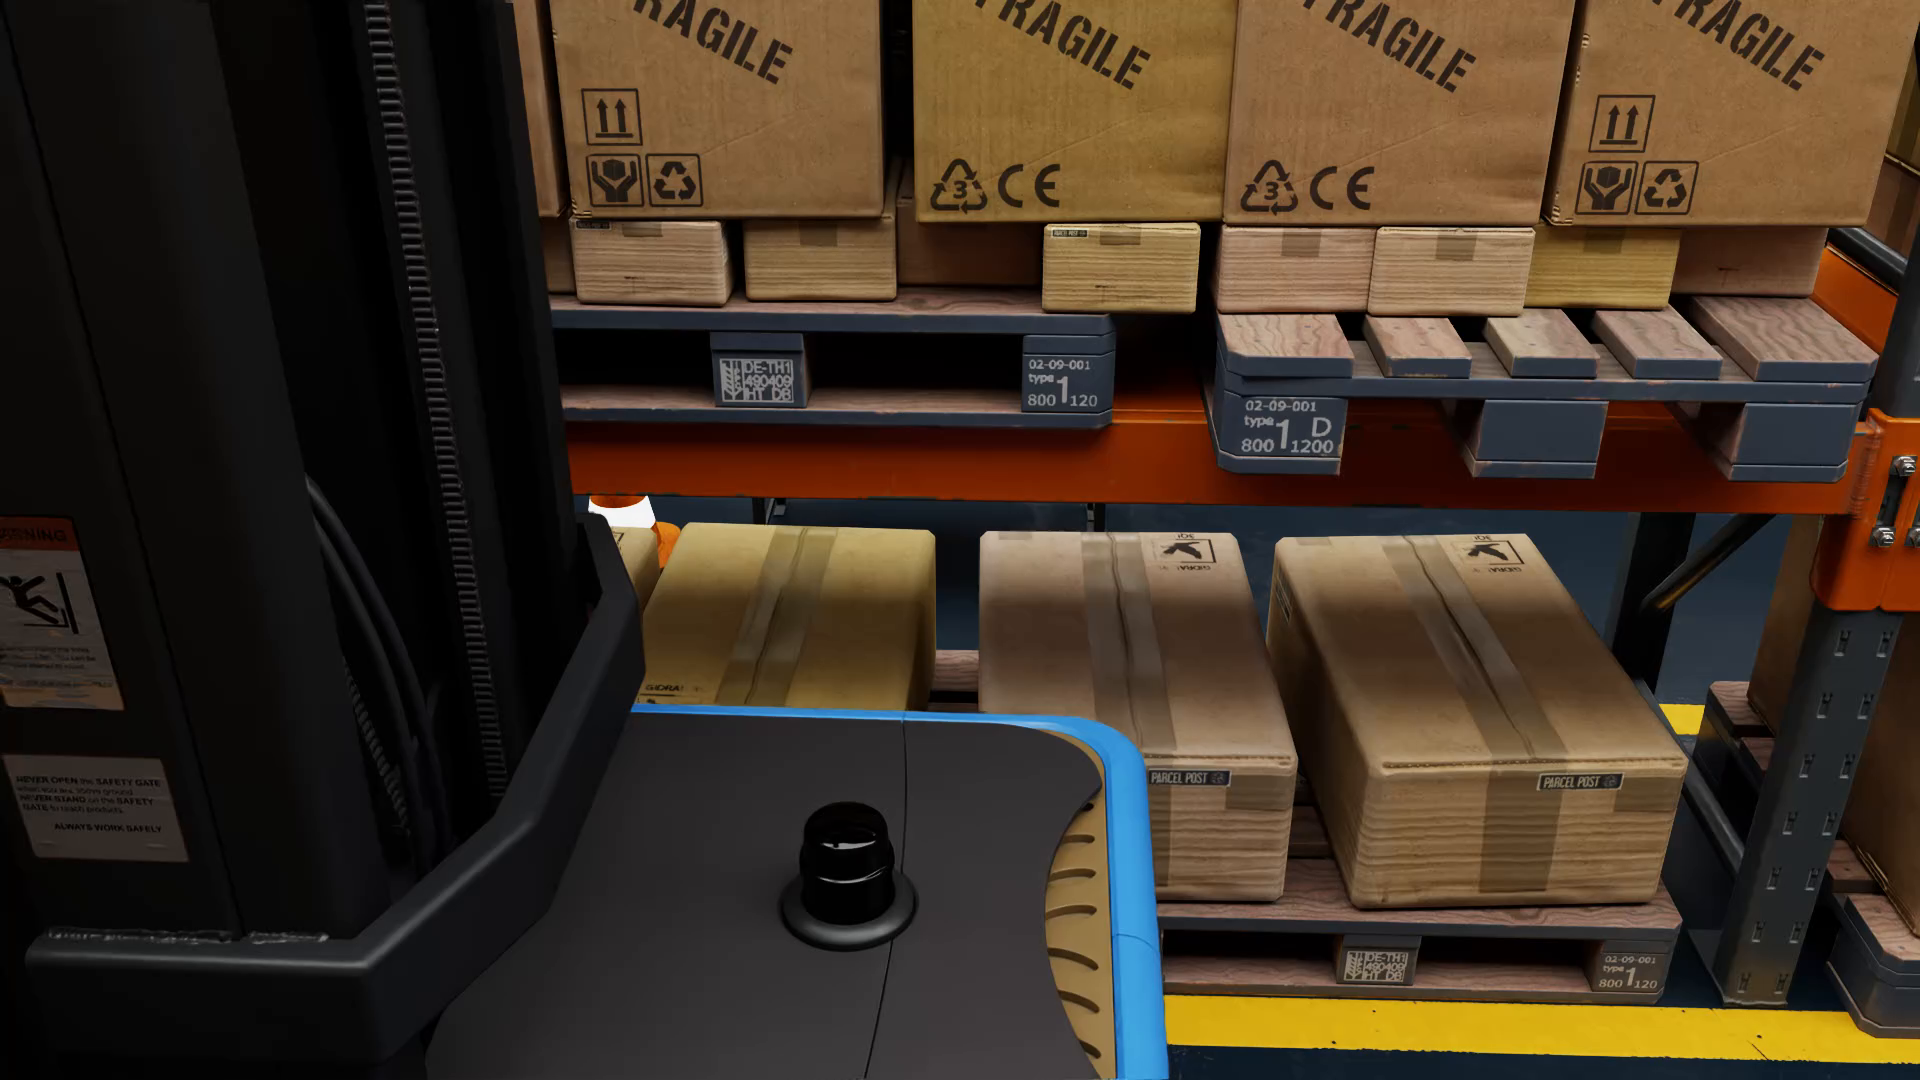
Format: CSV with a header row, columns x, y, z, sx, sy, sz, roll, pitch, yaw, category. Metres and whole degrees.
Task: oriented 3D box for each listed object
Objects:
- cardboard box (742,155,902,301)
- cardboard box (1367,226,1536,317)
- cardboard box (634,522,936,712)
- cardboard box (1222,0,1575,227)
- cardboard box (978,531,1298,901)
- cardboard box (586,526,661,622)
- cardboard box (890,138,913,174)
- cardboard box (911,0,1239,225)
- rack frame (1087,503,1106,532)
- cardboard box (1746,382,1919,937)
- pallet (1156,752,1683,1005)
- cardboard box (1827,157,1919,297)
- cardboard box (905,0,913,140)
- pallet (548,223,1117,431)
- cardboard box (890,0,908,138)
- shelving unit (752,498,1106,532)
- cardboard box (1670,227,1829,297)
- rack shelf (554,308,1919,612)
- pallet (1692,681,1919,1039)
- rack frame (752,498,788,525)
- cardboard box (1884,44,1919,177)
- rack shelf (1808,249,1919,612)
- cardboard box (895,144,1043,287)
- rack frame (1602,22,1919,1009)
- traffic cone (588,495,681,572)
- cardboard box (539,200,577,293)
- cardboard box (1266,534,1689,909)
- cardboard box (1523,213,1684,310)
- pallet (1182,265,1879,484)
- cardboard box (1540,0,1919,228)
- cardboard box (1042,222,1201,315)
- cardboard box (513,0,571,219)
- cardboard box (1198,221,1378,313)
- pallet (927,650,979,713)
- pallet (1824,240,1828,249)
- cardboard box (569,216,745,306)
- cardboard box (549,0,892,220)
x,y,z,sx,sy,sz,roll,pitch,yaw,category
-0.231,-0.552,2.908,0.250,0.149,0.380,0,28,0,cardboard box
0.796,-0.517,2.843,0.250,0.149,0.380,1,28,1,cardboard box
-0.404,0.344,3.755,0.625,0.372,0.950,2,28,3,cardboard box
0.675,-0.836,2.751,0.500,0.500,0.500,1,28,1,cardboard box
0.354,0.359,3.727,0.625,0.372,0.950,0,28,1,cardboard box
-1.099,0.334,3.775,0.625,0.372,0.950,3,28,5,cardboard box
-0.017,-0.775,3.329,0.250,0.149,0.380,2,28,4,cardboard box
0.170,-0.843,2.765,0.500,0.500,0.500,-1,28,-2,cardboard box
0.423,-0.656,4.886,0.032,1.500,0.500,1,28,2,rack frame
2.343,0.210,3.471,0.875,0.875,0.875,1,28,1,cardboard box
0.875,0.625,3.846,1.213,0.211,1.003,1,28,2,pallet
2.171,-0.640,3.416,0.500,0.250,0.500,0,28,0,cardboard box
0.162,-1.081,3.215,0.500,0.500,0.500,1,28,3,cardboard box
-0.324,-0.522,3.238,1.213,0.211,1.003,1,28,2,pallet
-0.337,-1.093,3.237,0.500,0.500,0.500,0,28,0,cardboard box
-0.085,-0.664,4.901,1.048,1.500,0.538,1,28,2,shelving unit
1.320,-0.563,2.930,0.250,0.149,0.380,2,28,4,cardboard box
-0.343,-0.309,3.398,4.000,0.370,1.077,1,28,2,rack shelf
2.441,0.687,3.729,1.213,0.211,1.003,1,28,2,pallet
-0.593,-0.672,4.917,0.032,1.500,0.500,1,28,2,rack frame
2.149,-0.859,3.294,0.500,0.250,0.500,1,28,2,cardboard box
3.655,-0.243,3.273,4.000,0.370,1.077,1,28,2,rack shelf
0.023,-0.586,2.973,0.250,0.149,0.380,1,28,2,cardboard box
1.656,-0.594,3.167,0.127,3.000,1.000,1,28,2,rack frame
-1.053,-0.174,5.083,0.334,0.463,0.336,1,28,2,traffic cone
-0.763,-0.571,2.945,0.250,0.149,0.380,1,28,2,cardboard box
1.092,0.368,3.711,0.625,0.372,0.950,-1,28,-2,cardboard box
1.050,-0.534,2.875,0.250,0.149,0.380,1,28,3,cardboard box
0.940,-0.471,3.140,1.003,0.211,1.213,1,28,2,pallet
1.192,-0.832,2.744,0.500,0.500,0.500,0,28,0,cardboard box
0.269,-0.523,2.854,0.250,0.149,0.380,1,28,3,cardboard box
-0.889,-0.856,2.790,0.500,0.500,0.500,1,28,1,cardboard box
0.545,-0.525,2.858,0.250,0.149,0.380,0,28,-1,cardboard box
-0.341,0.603,3.886,1.213,0.211,1.003,1,28,2,pallet
3.727,-1.645,8.128,1.213,0.211,1.003,1,28,2,pallet
-0.499,-0.543,2.891,0.250,0.149,0.380,2,28,4,cardboard box
-0.375,-0.853,2.783,0.500,0.500,0.500,0,28,0,cardboard box
